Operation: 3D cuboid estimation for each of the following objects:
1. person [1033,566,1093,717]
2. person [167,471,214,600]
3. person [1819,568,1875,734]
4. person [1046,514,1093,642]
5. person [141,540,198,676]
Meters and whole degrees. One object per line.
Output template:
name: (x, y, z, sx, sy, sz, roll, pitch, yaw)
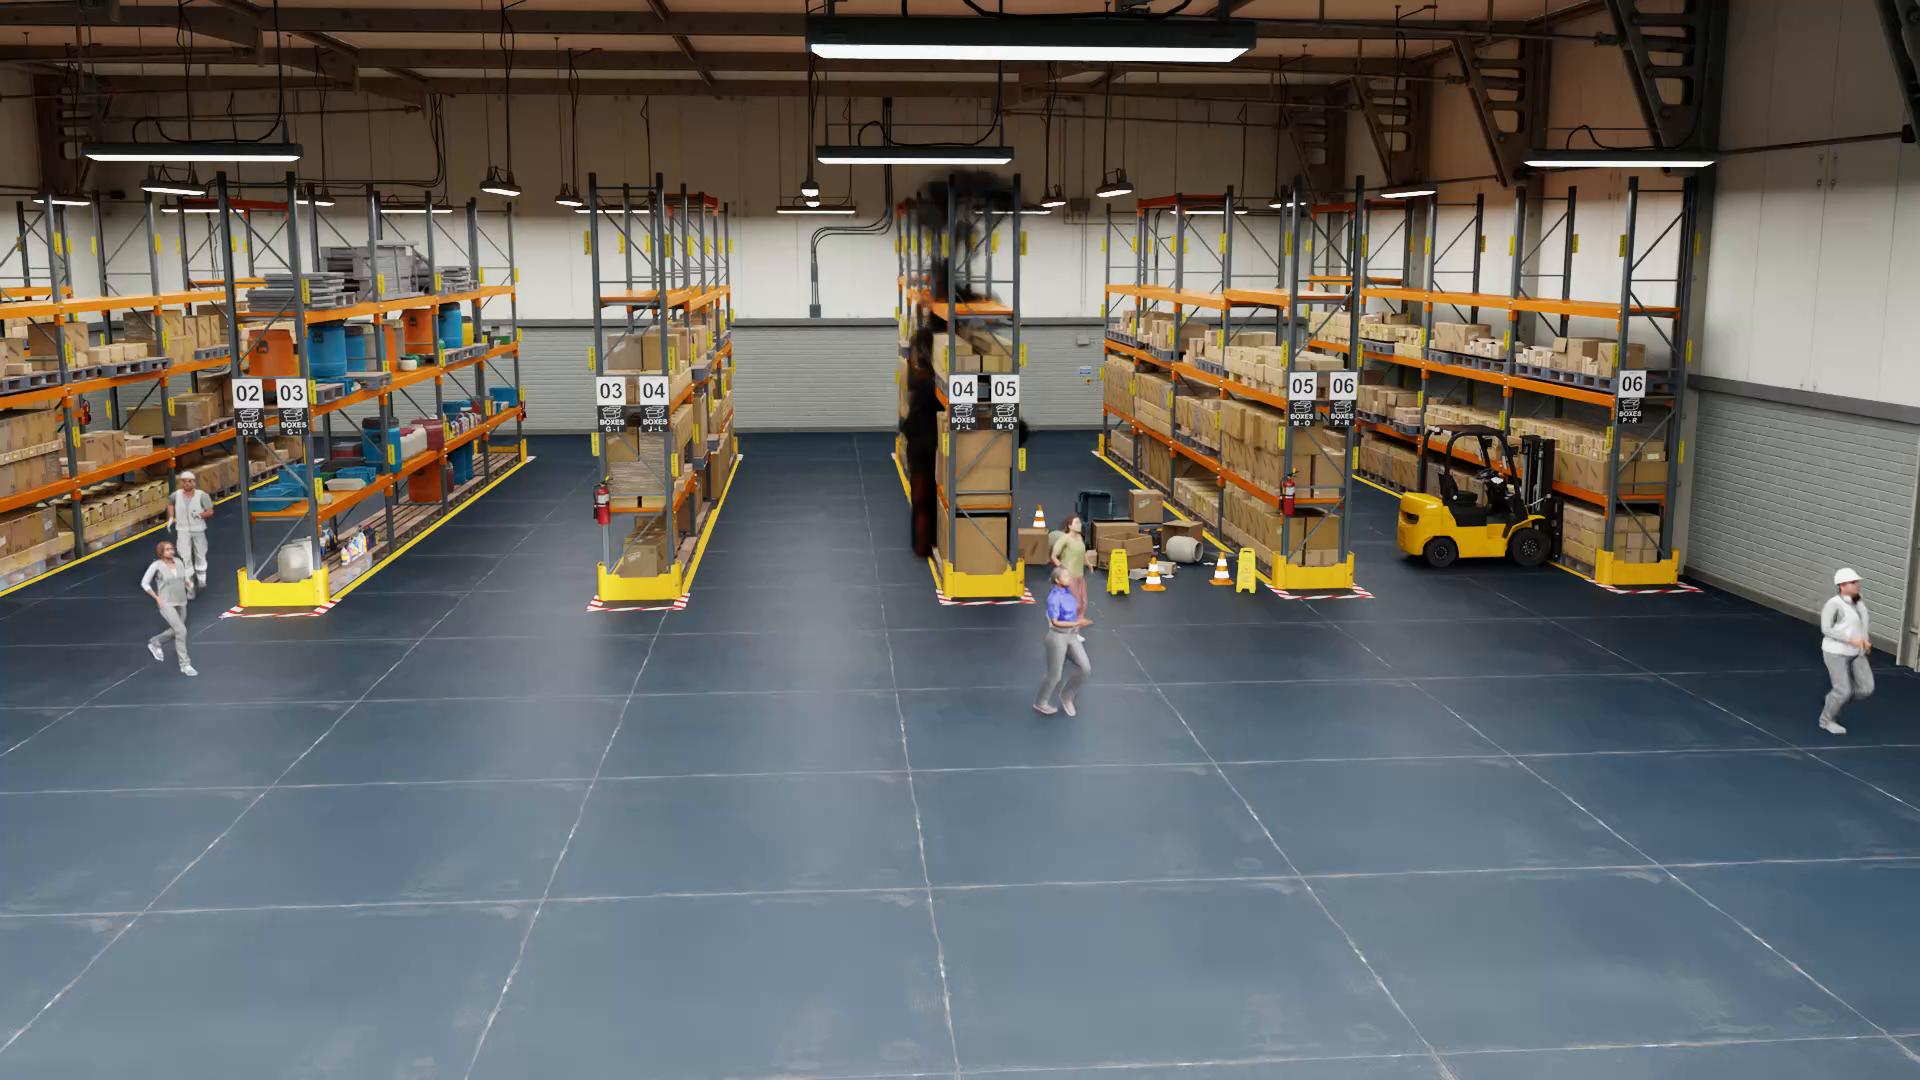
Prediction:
person: (1.115, 1.095, 17.772, 0.688, 1.664, 0.544, 7, 12, 34)
person: (-11.092, -0.084, 24.007, 0.643, 1.844, 0.876, -4, 11, -21)
person: (9.186, 1.157, 17.180, 0.653, 1.731, 0.568, -4, 11, -24)
person: (1.401, 0.470, 21.374, 0.546, 1.642, 0.597, 8, 13, 39)
person: (-9.372, 0.796, 19.723, 0.777, 1.579, 0.530, 5, 11, 27)
